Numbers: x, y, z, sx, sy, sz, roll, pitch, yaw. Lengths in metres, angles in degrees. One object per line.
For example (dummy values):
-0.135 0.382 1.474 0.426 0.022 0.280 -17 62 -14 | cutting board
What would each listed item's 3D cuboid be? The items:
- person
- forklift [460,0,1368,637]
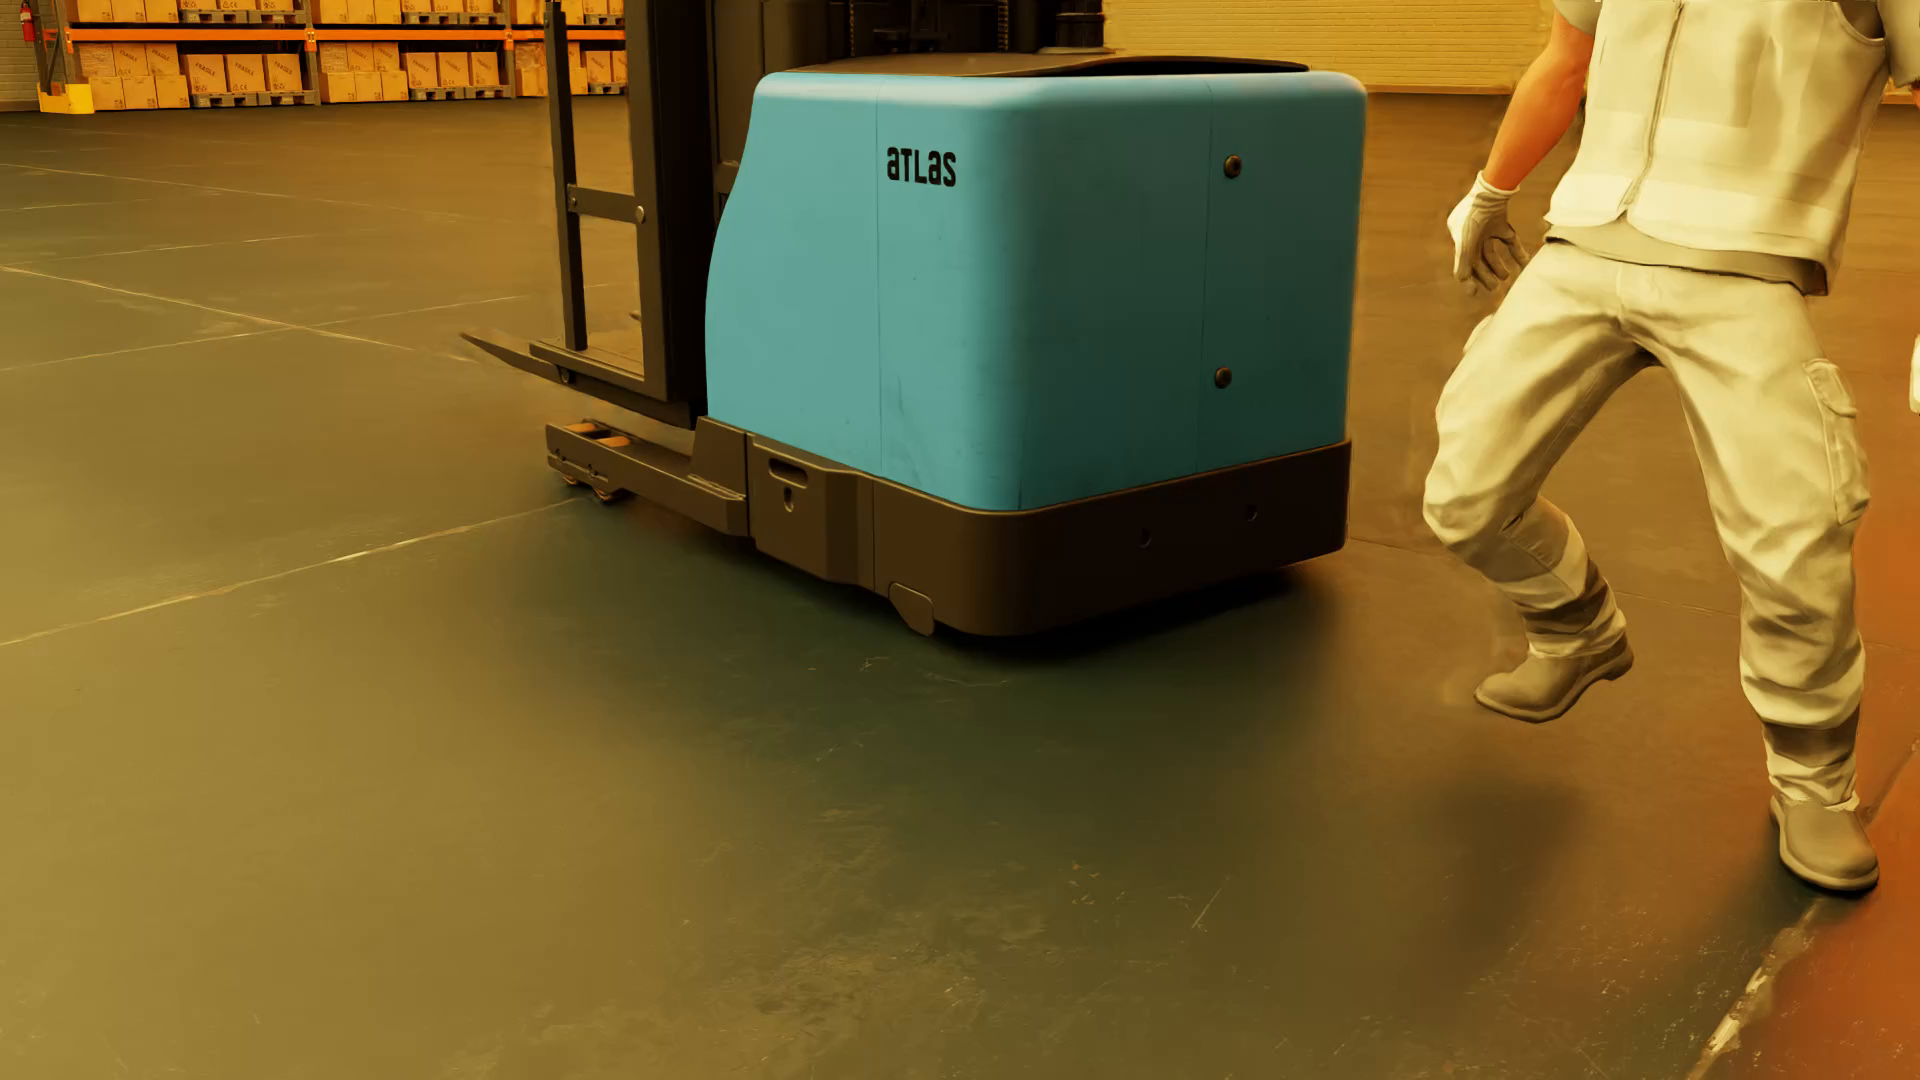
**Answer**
1.035 -0.408 2.383 0.488 1.691 0.923 -11 20 -32 | person
-0.445 -1.581 4.104 1.130 2.935 3.031 -13 21 -36 | forklift
